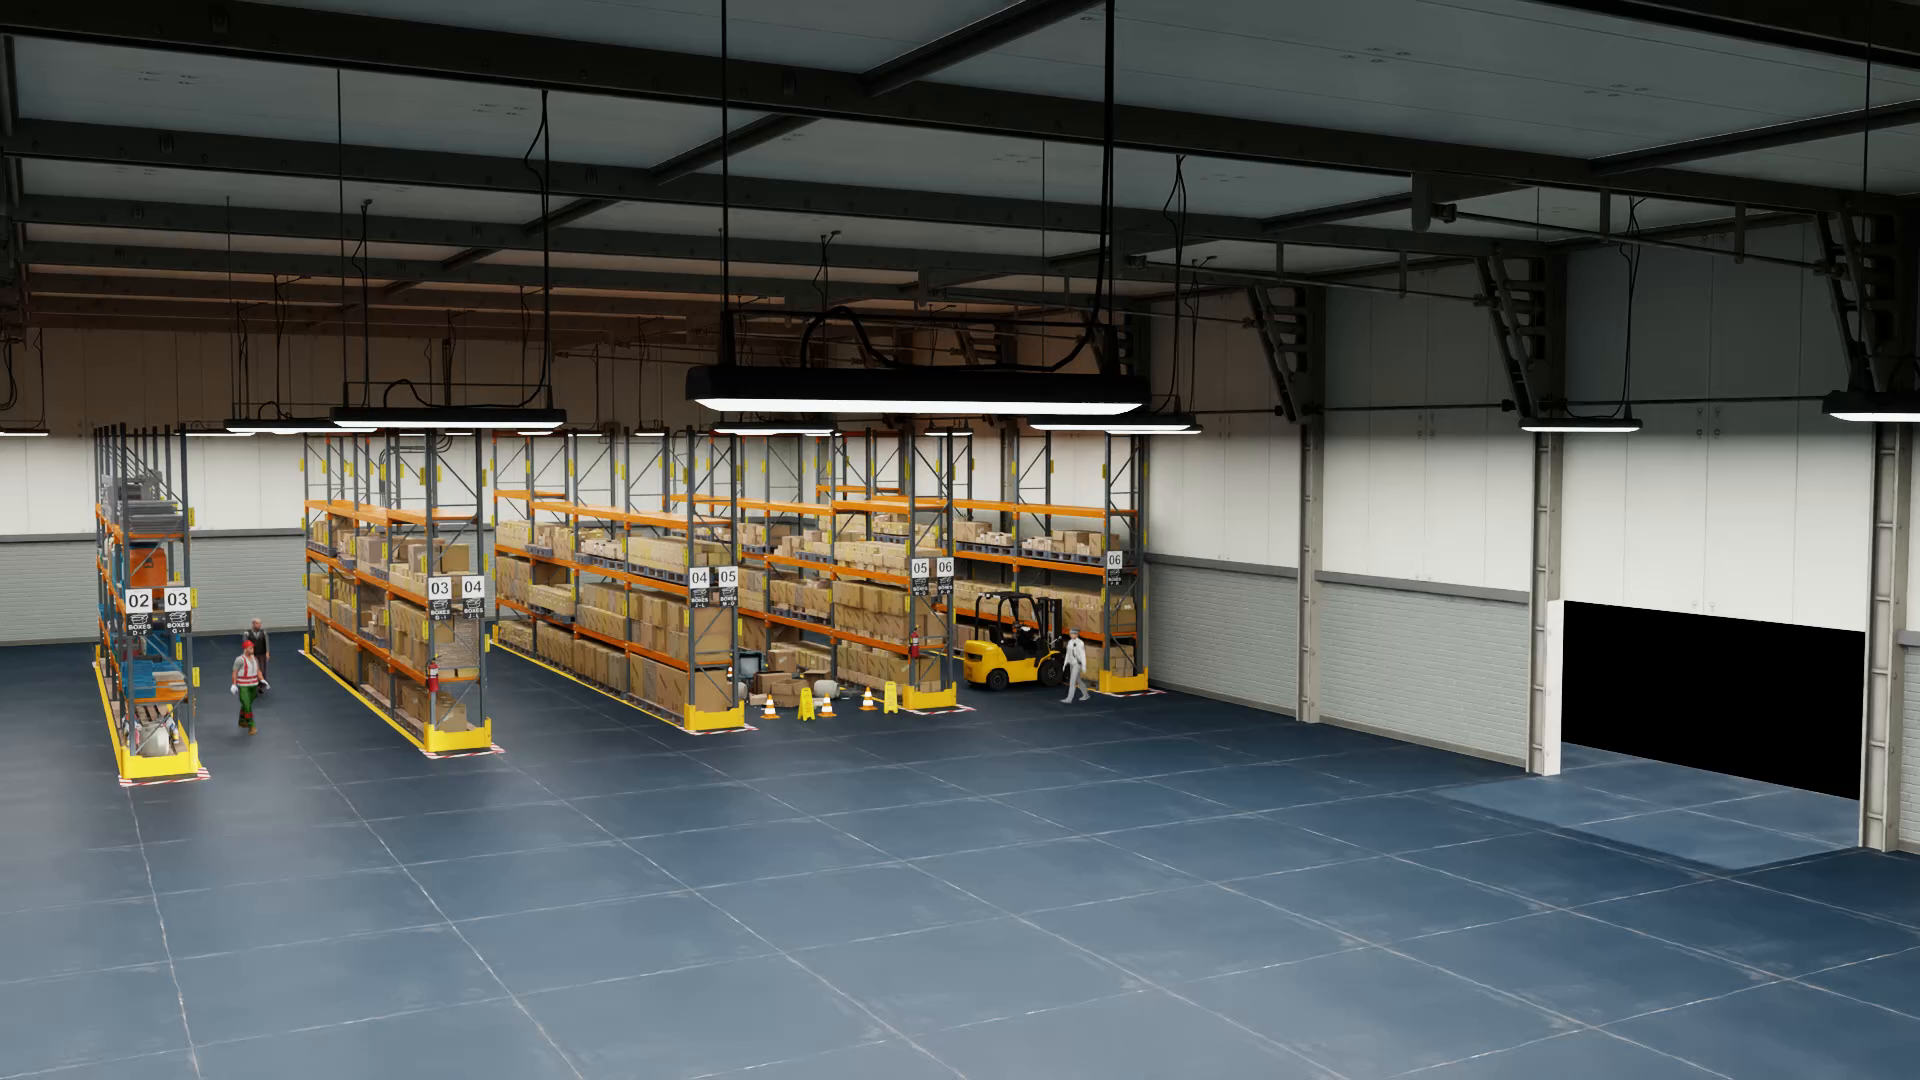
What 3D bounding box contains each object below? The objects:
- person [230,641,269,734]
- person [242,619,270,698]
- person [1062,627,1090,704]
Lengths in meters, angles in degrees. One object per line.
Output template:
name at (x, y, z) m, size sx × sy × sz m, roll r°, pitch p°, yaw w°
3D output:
person at (-13.913, 2.855, 32.585) m, size 0.965 × 1.765 × 0.686 m, roll 3°, pitch 4°, yaw 37°
person at (-15.702, 2.633, 37.203) m, size 0.569 × 1.720 × 0.752 m, roll -3°, pitch 4°, yaw -36°
person at (2.491, 2.715, 36.168) m, size 0.840 × 1.642 × 0.486 m, roll -2°, pitch 4°, yaw -25°
